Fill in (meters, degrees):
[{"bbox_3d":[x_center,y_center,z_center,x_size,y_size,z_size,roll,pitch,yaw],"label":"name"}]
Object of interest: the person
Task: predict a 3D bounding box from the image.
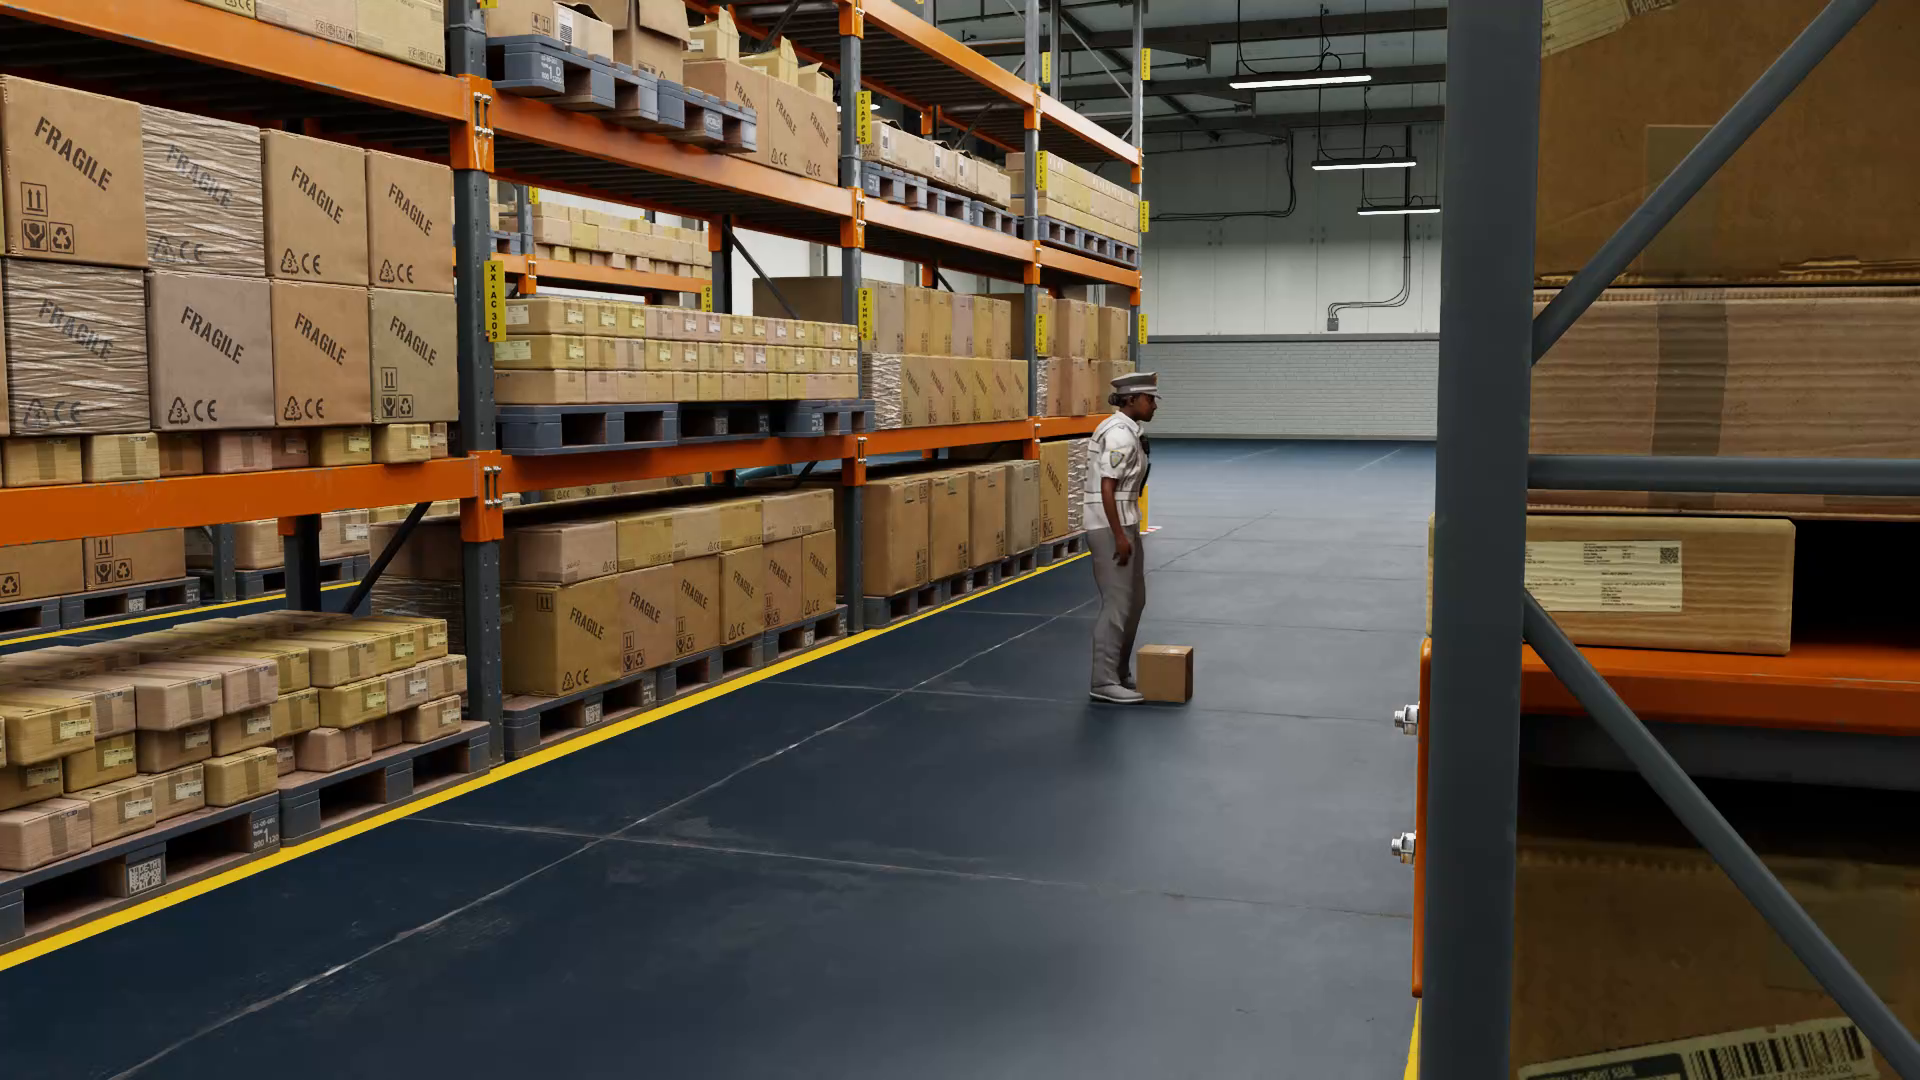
[{"bbox_3d":[0.826,-0.027,8.517,0.391,1.664,0.531,1,6,16],"label":"person"}]
